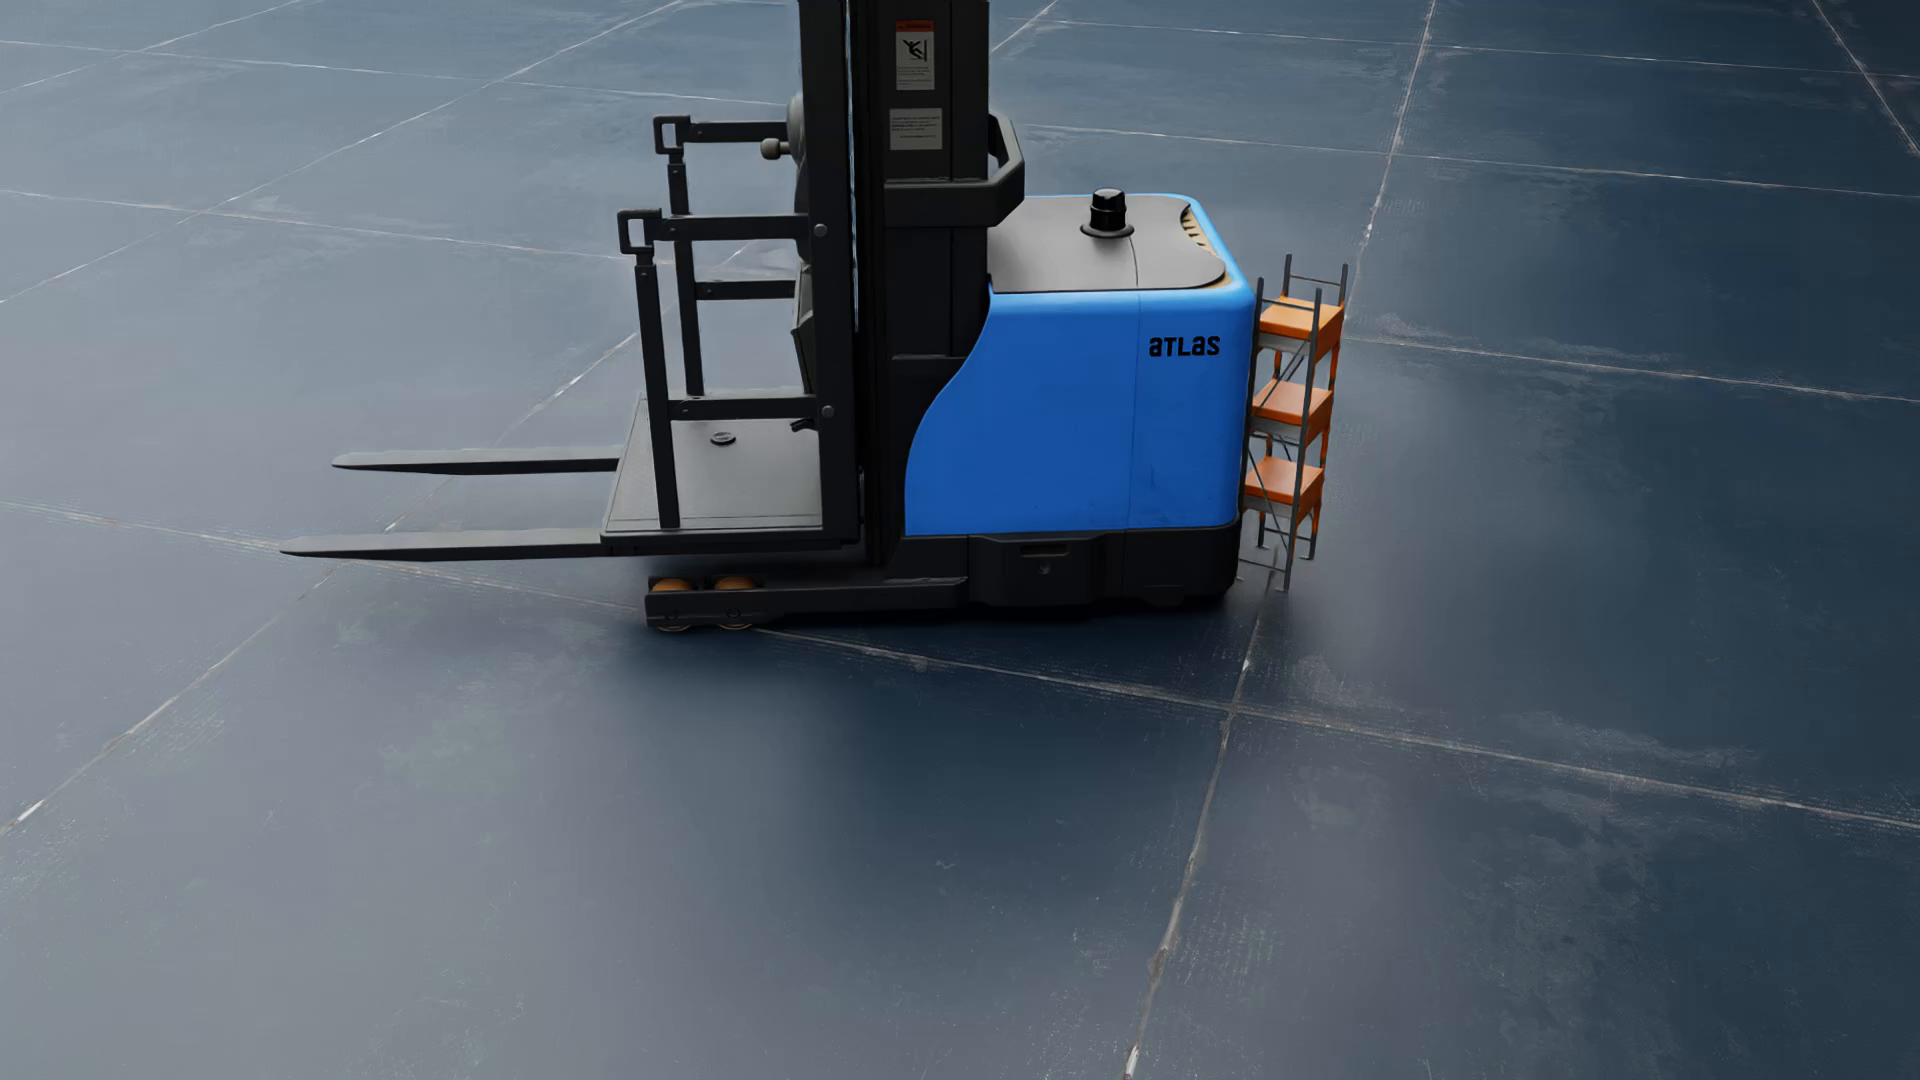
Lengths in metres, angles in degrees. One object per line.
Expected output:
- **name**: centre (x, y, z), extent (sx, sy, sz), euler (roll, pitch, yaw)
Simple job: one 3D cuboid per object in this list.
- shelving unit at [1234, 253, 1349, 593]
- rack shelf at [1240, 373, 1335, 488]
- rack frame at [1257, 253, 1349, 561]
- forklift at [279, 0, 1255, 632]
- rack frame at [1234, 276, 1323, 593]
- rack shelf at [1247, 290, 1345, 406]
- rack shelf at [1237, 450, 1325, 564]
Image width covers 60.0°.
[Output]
- **shelving unit**: centre (1.048, -0.363, 5.322), extent (0.215, 1.050, 0.252), euler (16, 33, 26)
- **rack shelf**: centre (1.048, -0.354, 5.327), extent (0.215, 0.259, 0.240), euler (16, 33, 26)
- **rack frame**: centre (1.109, -0.414, 5.414), extent (0.200, 1.050, 0.008), euler (16, 33, 26)
- **forklift**: centre (-0.652, -1.257, 4.994), extent (3.031, 2.935, 1.130), euler (-2, 29, -3)
- **rack frame**: centre (0.988, -0.311, 5.229), extent (0.200, 1.050, 0.008), euler (16, 33, 26)
- **rack shelf**: centre (1.048, -0.602, 5.189), extent (0.215, 0.259, 0.240), euler (16, 33, 26)
- **rack shelf**: centre (1.049, -0.111, 5.462), extent (0.215, 0.259, 0.240), euler (16, 33, 26)
